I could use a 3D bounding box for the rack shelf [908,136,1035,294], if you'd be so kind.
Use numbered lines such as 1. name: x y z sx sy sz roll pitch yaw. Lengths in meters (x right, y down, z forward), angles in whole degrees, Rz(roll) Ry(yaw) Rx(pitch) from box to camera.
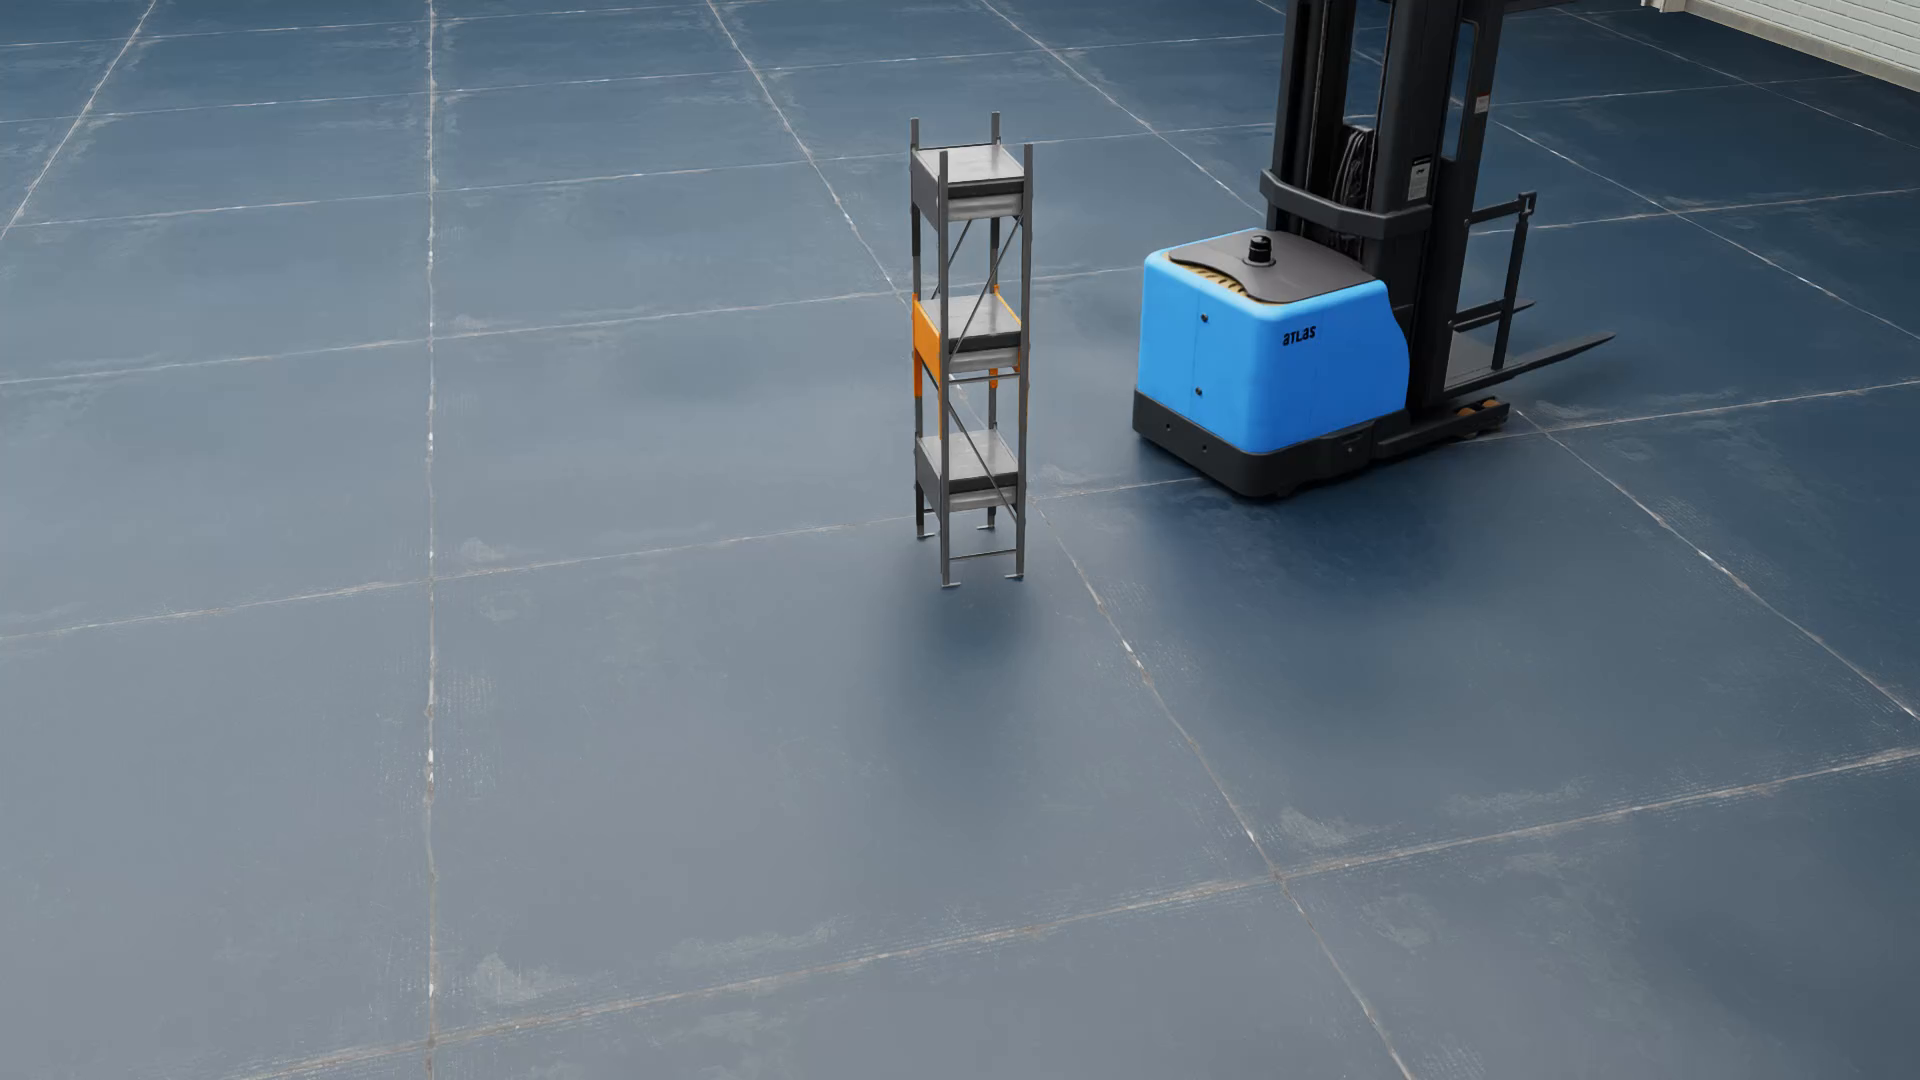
1. rack shelf: 0.044 -1.423 7.242 0.431 0.518 0.480 -8 31 -13

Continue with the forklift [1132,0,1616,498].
1. forklift: 2.468 -2.037 8.843 3.031 2.935 1.130 -18 35 -28

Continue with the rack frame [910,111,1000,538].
1. rack frame: -0.021 -0.947 7.789 0.400 2.100 0.015 -8 31 -13

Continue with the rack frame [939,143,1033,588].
1. rack frame: 0.109 -0.711 7.382 0.400 2.100 0.015 -8 31 -13

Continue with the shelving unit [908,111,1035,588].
1. shelving unit: 0.044 -0.829 7.586 0.431 2.100 0.503 -8 31 -13

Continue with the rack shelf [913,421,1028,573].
1. rack shelf: 0.044 -0.211 7.943 0.431 0.518 0.480 -8 31 -13

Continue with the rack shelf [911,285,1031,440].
1. rack shelf: 0.044 -0.817 7.593 0.431 0.518 0.480 -8 31 -13

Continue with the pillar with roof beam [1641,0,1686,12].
1. pillar with roof beam: 3.655 -9.230 15.213 9.100 9.000 0.400 -8 31 -13
